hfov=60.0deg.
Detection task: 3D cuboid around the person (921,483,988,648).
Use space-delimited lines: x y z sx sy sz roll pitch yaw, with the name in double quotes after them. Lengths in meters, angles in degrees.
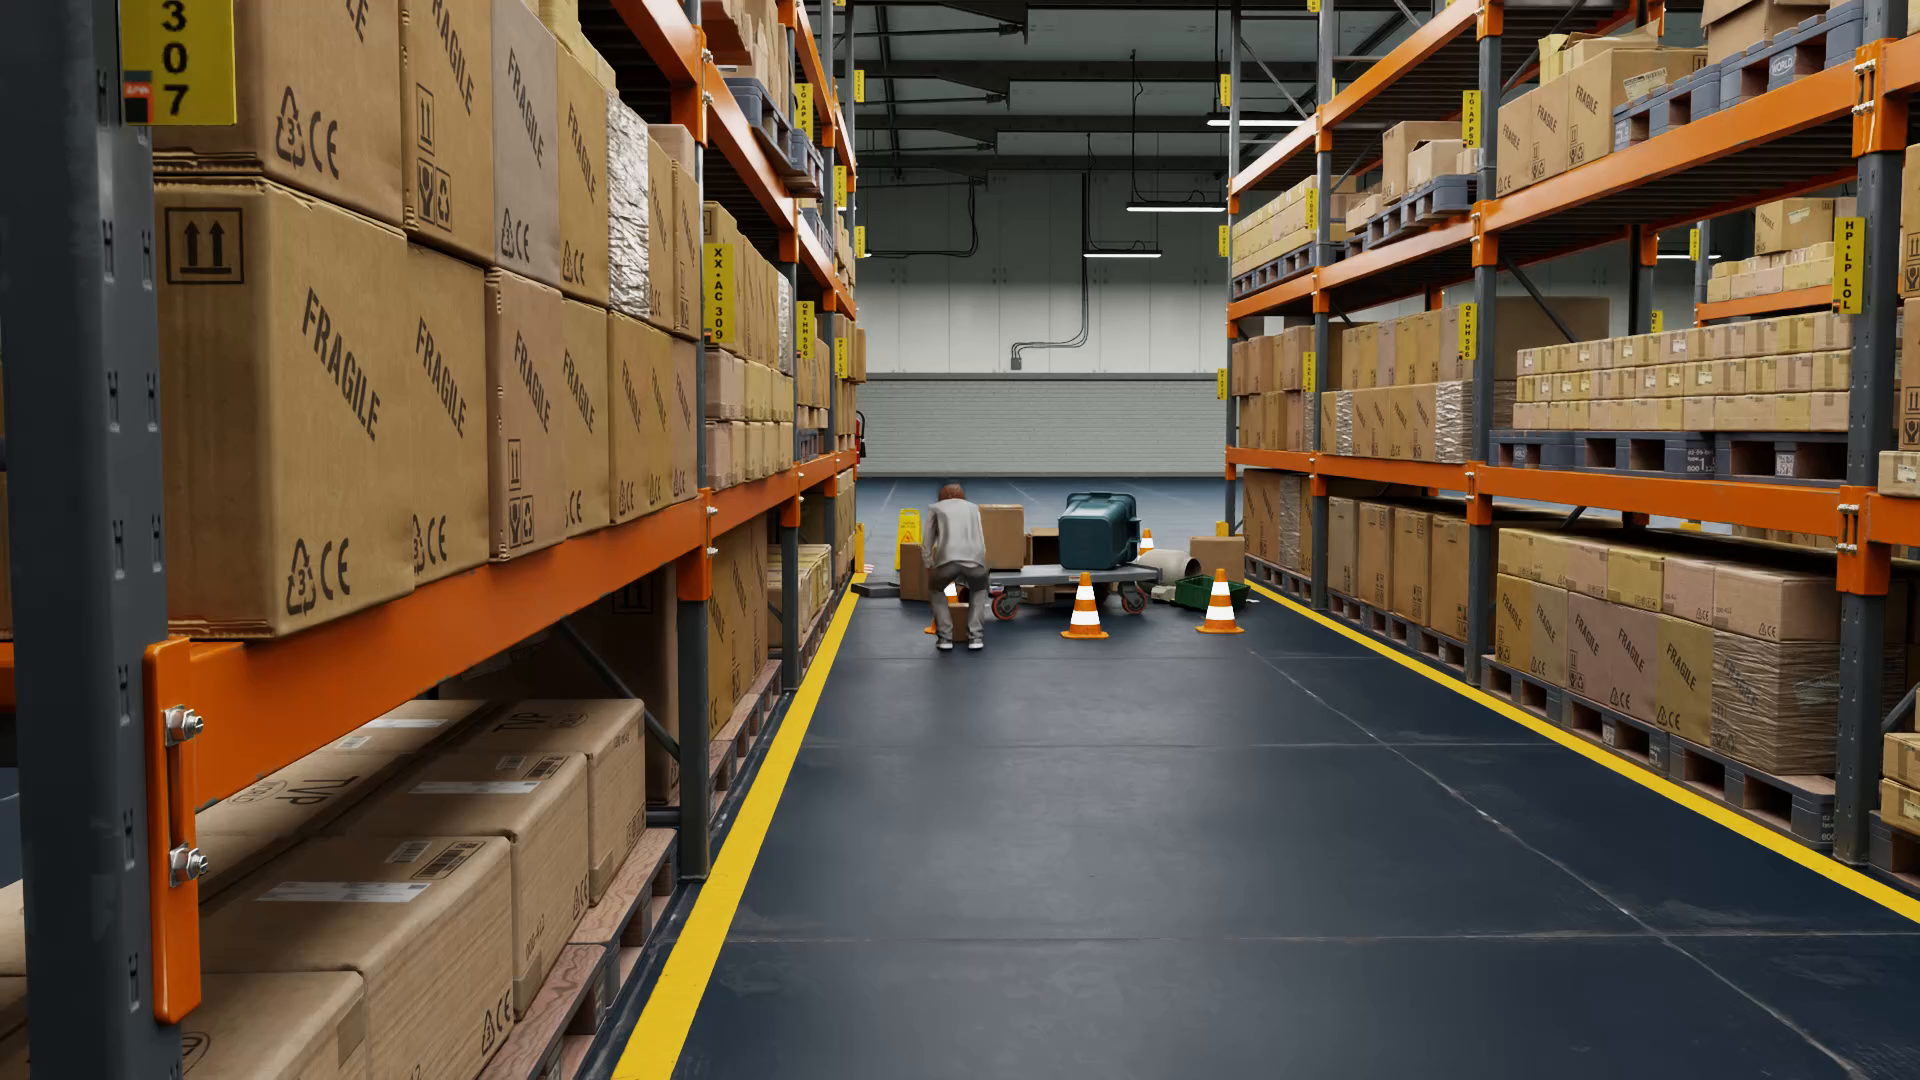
-0.039 0.183 11.504 0.462 1.129 0.736 0 4 -1 "person"
